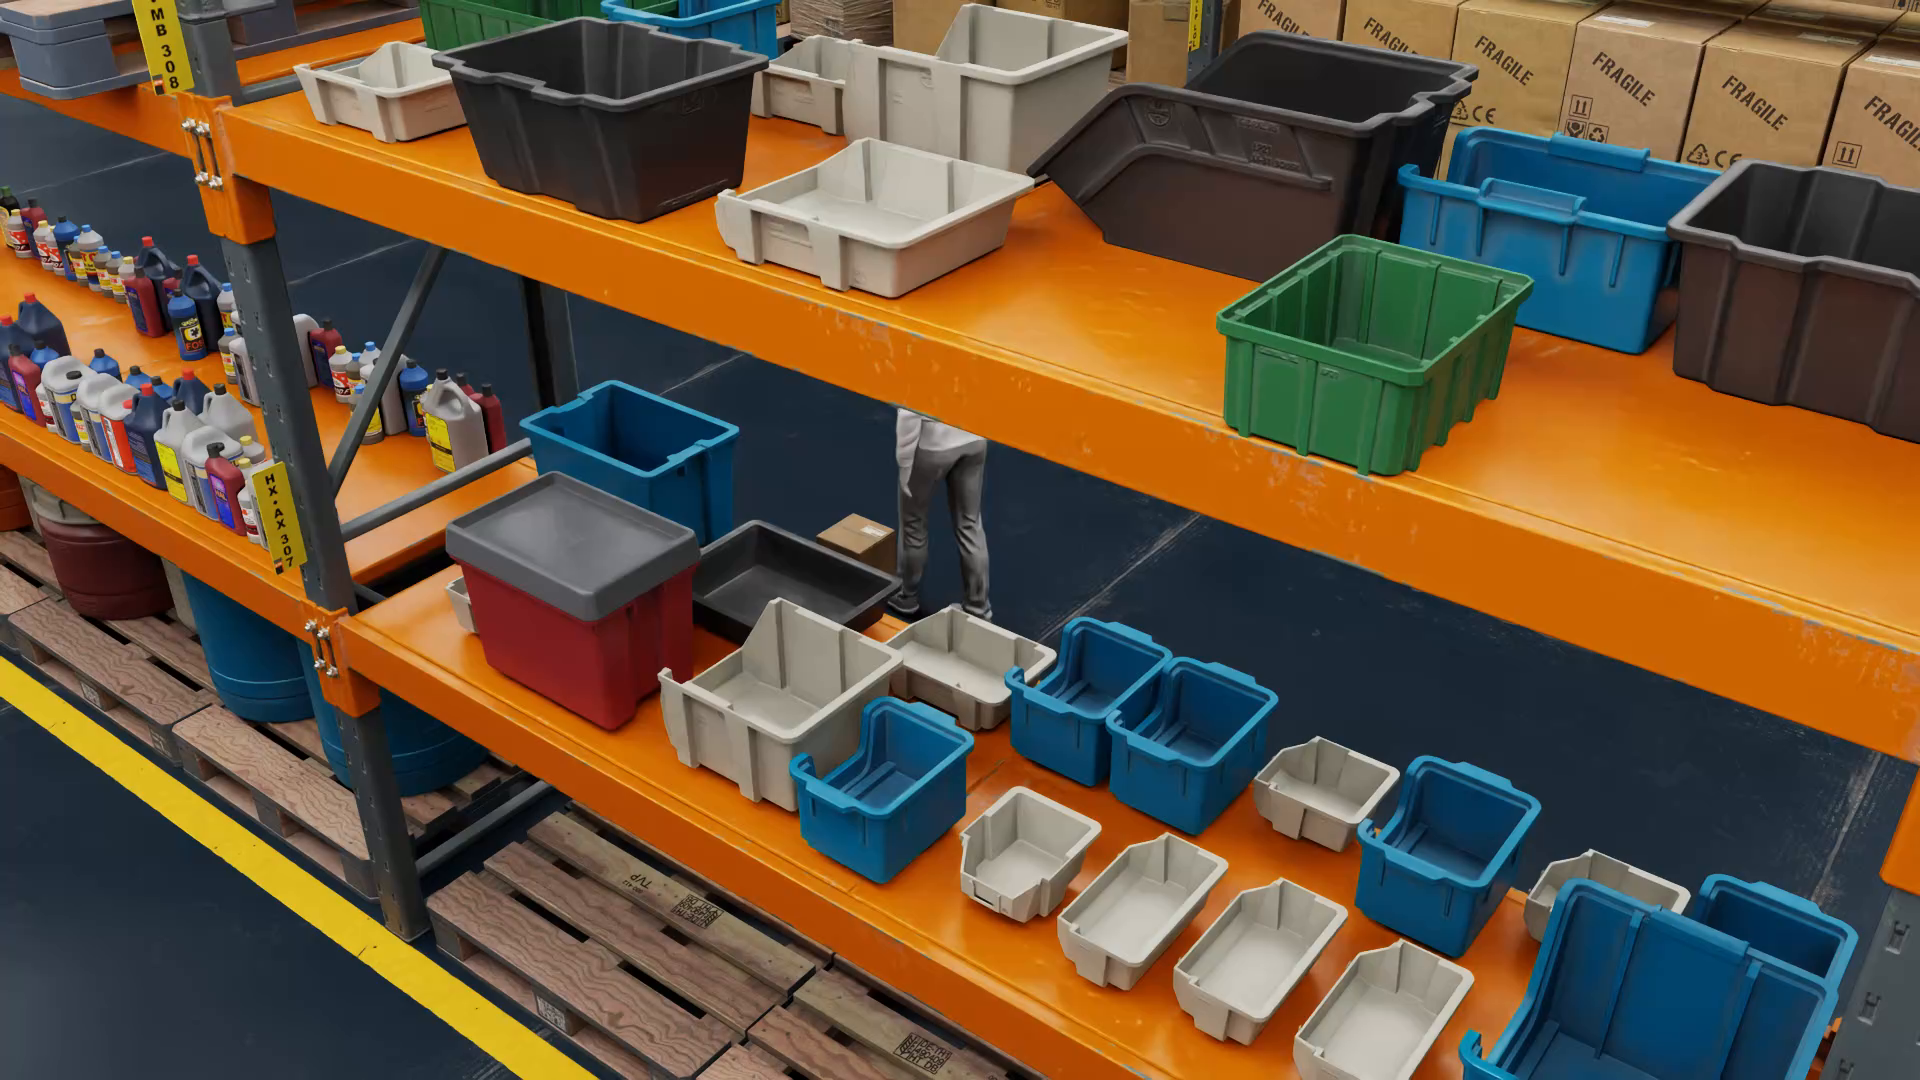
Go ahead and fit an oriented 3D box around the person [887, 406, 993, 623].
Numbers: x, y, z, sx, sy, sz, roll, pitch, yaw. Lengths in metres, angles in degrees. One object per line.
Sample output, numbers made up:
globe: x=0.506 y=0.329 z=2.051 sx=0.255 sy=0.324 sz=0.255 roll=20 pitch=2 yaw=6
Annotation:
person: x=-0.096 y=-0.402 z=6.780 sx=0.500 sy=1.672 sz=0.634 roll=-20 pitch=36 yaw=-29
